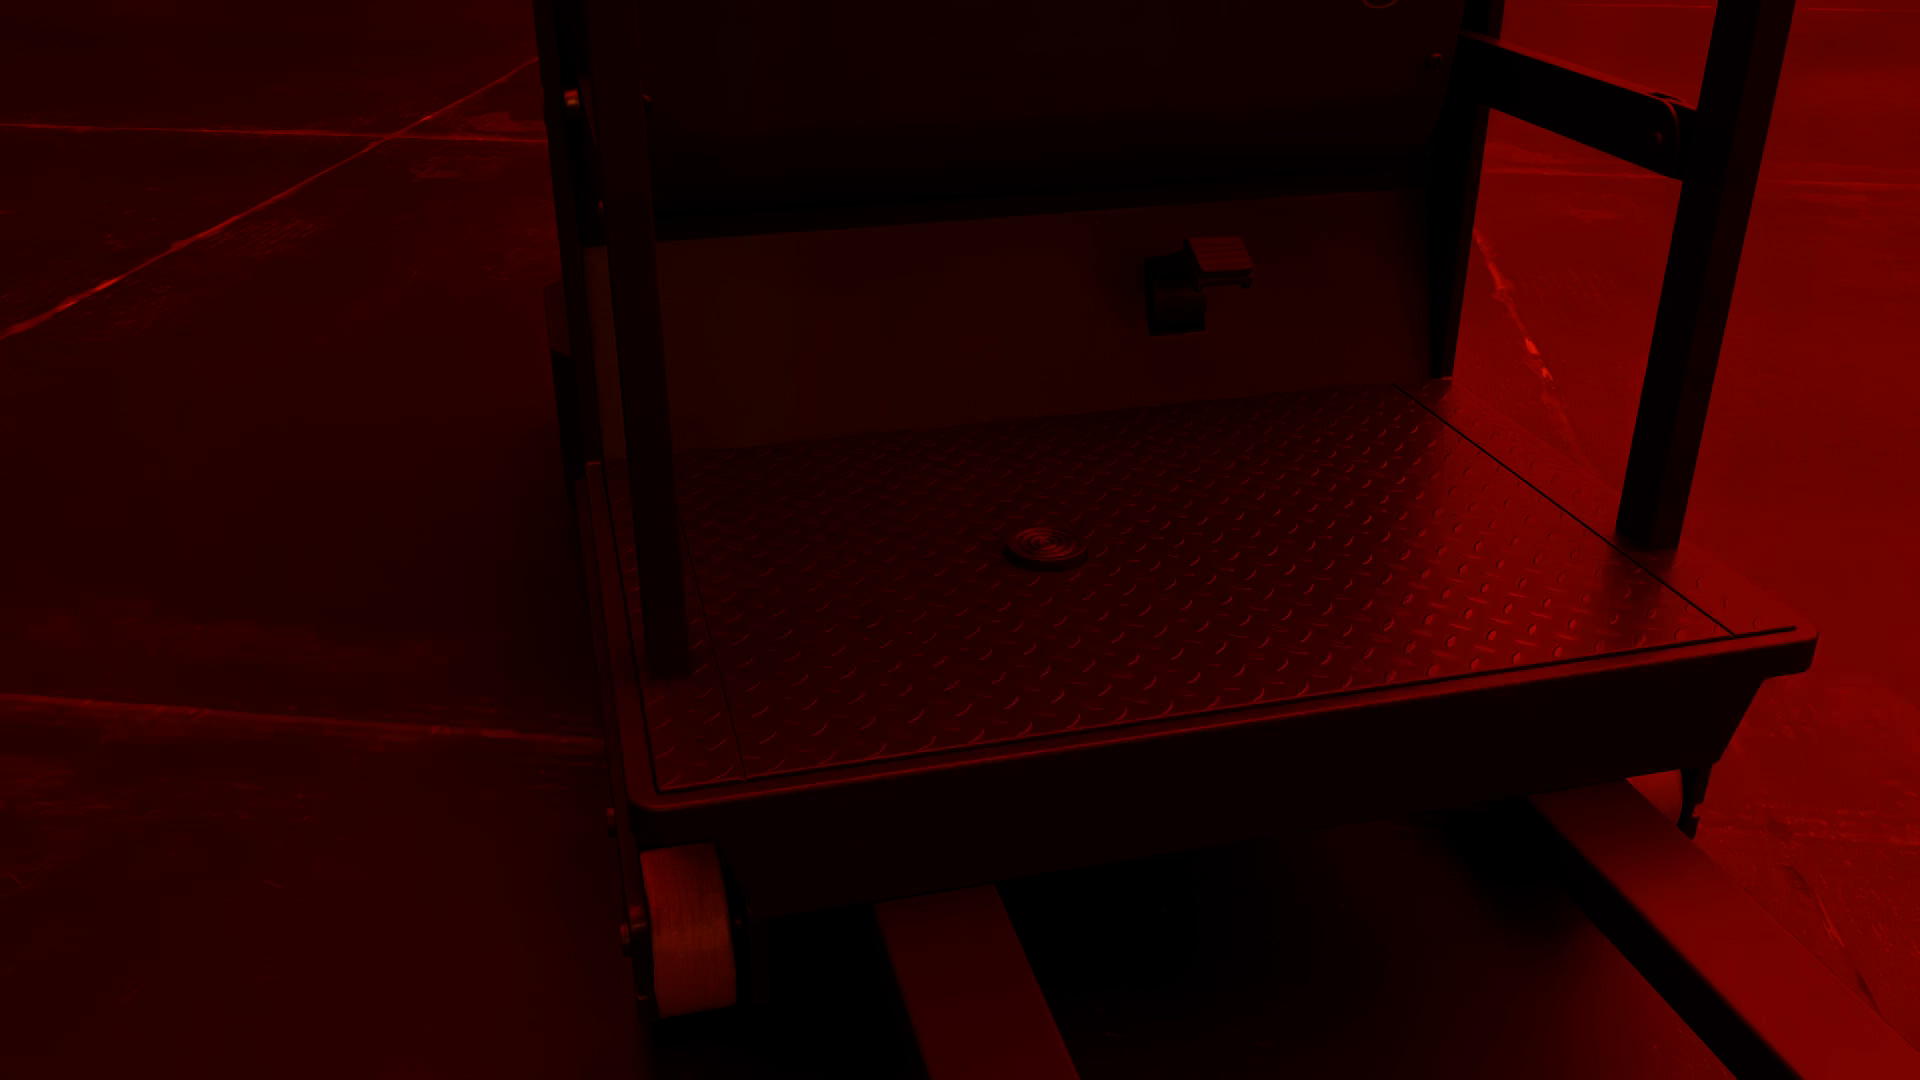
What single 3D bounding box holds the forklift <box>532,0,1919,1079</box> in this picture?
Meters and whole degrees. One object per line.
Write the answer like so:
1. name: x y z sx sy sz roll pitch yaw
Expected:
1. forklift: 0.153 -1.049 1.319 1.130 2.935 3.031 -7 27 -13
